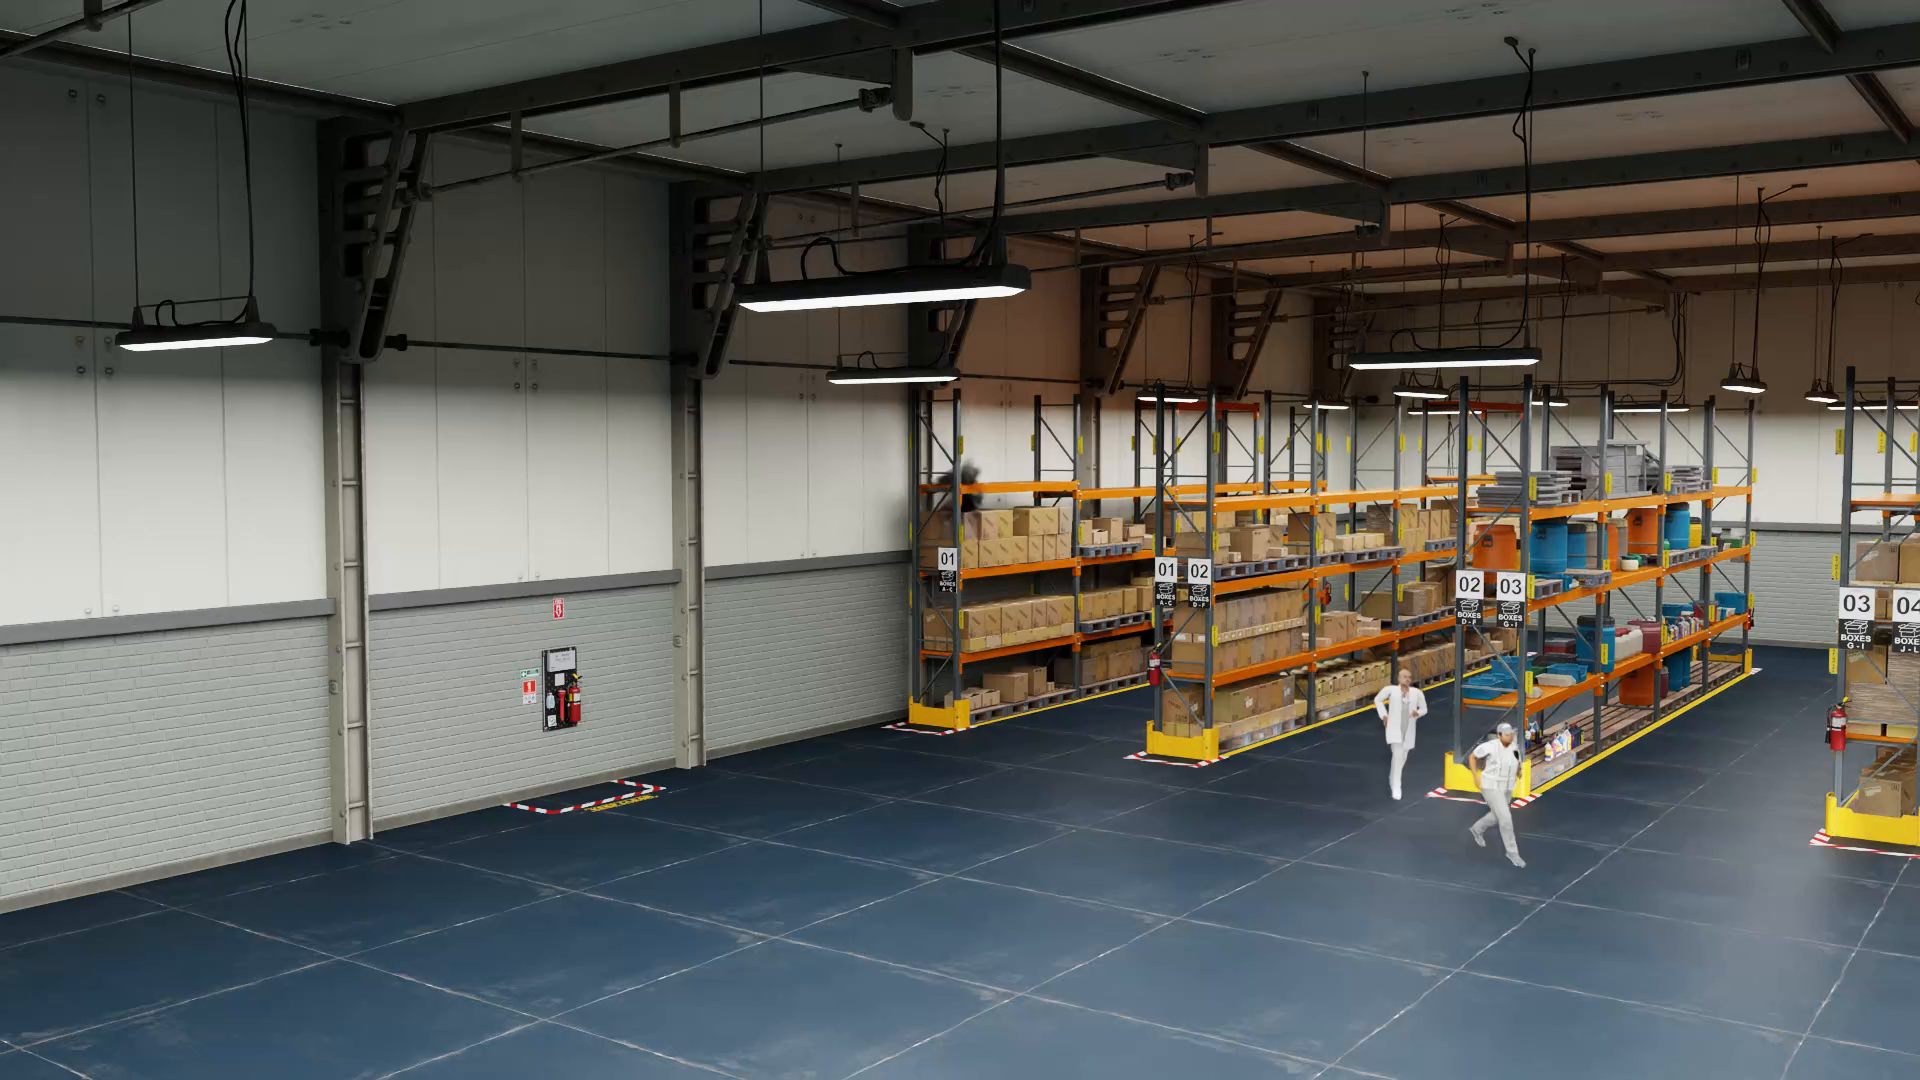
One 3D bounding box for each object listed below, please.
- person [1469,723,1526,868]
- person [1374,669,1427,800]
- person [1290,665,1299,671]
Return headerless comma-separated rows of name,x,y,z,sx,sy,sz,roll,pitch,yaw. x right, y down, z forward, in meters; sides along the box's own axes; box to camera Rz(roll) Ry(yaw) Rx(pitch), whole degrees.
person,6.509,3.031,20.123,0.628,1.686,0.960,-1,4,-23
person,6.334,2.761,23.839,0.688,1.824,0.773,0,3,-4
person,6.804,2.184,33.895,0.608,1.813,0.909,2,4,37
